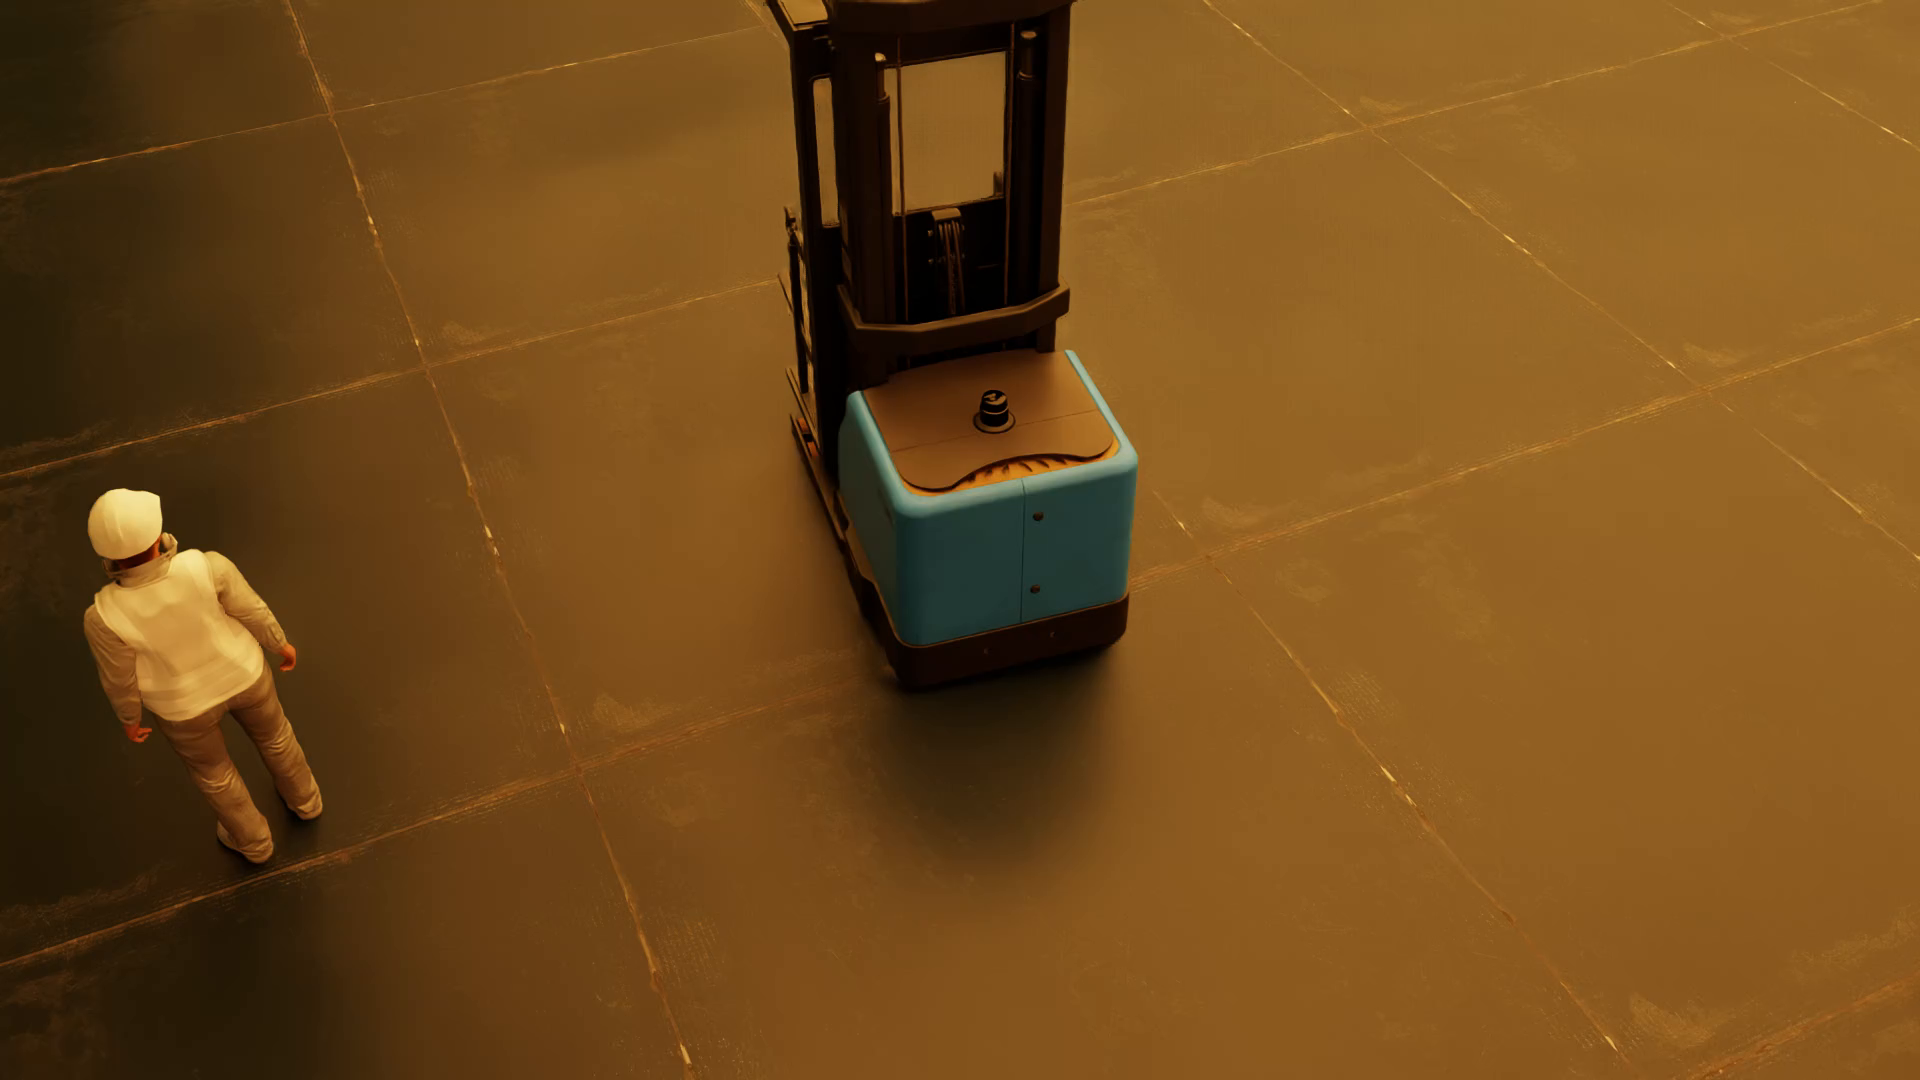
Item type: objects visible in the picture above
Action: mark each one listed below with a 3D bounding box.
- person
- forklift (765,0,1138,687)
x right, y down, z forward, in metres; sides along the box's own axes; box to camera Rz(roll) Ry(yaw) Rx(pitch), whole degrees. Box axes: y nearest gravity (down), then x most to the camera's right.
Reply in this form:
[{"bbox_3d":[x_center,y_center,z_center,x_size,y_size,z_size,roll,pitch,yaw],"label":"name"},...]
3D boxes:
[{"bbox_3d":[-2.739,0.482,6.014,0.632,1.775,0.411,-31,51,-29],"label":"person"},{"bbox_3d":[-0.205,-1.470,7.256,1.130,2.935,3.031,-12,44,-13],"label":"forklift"}]
